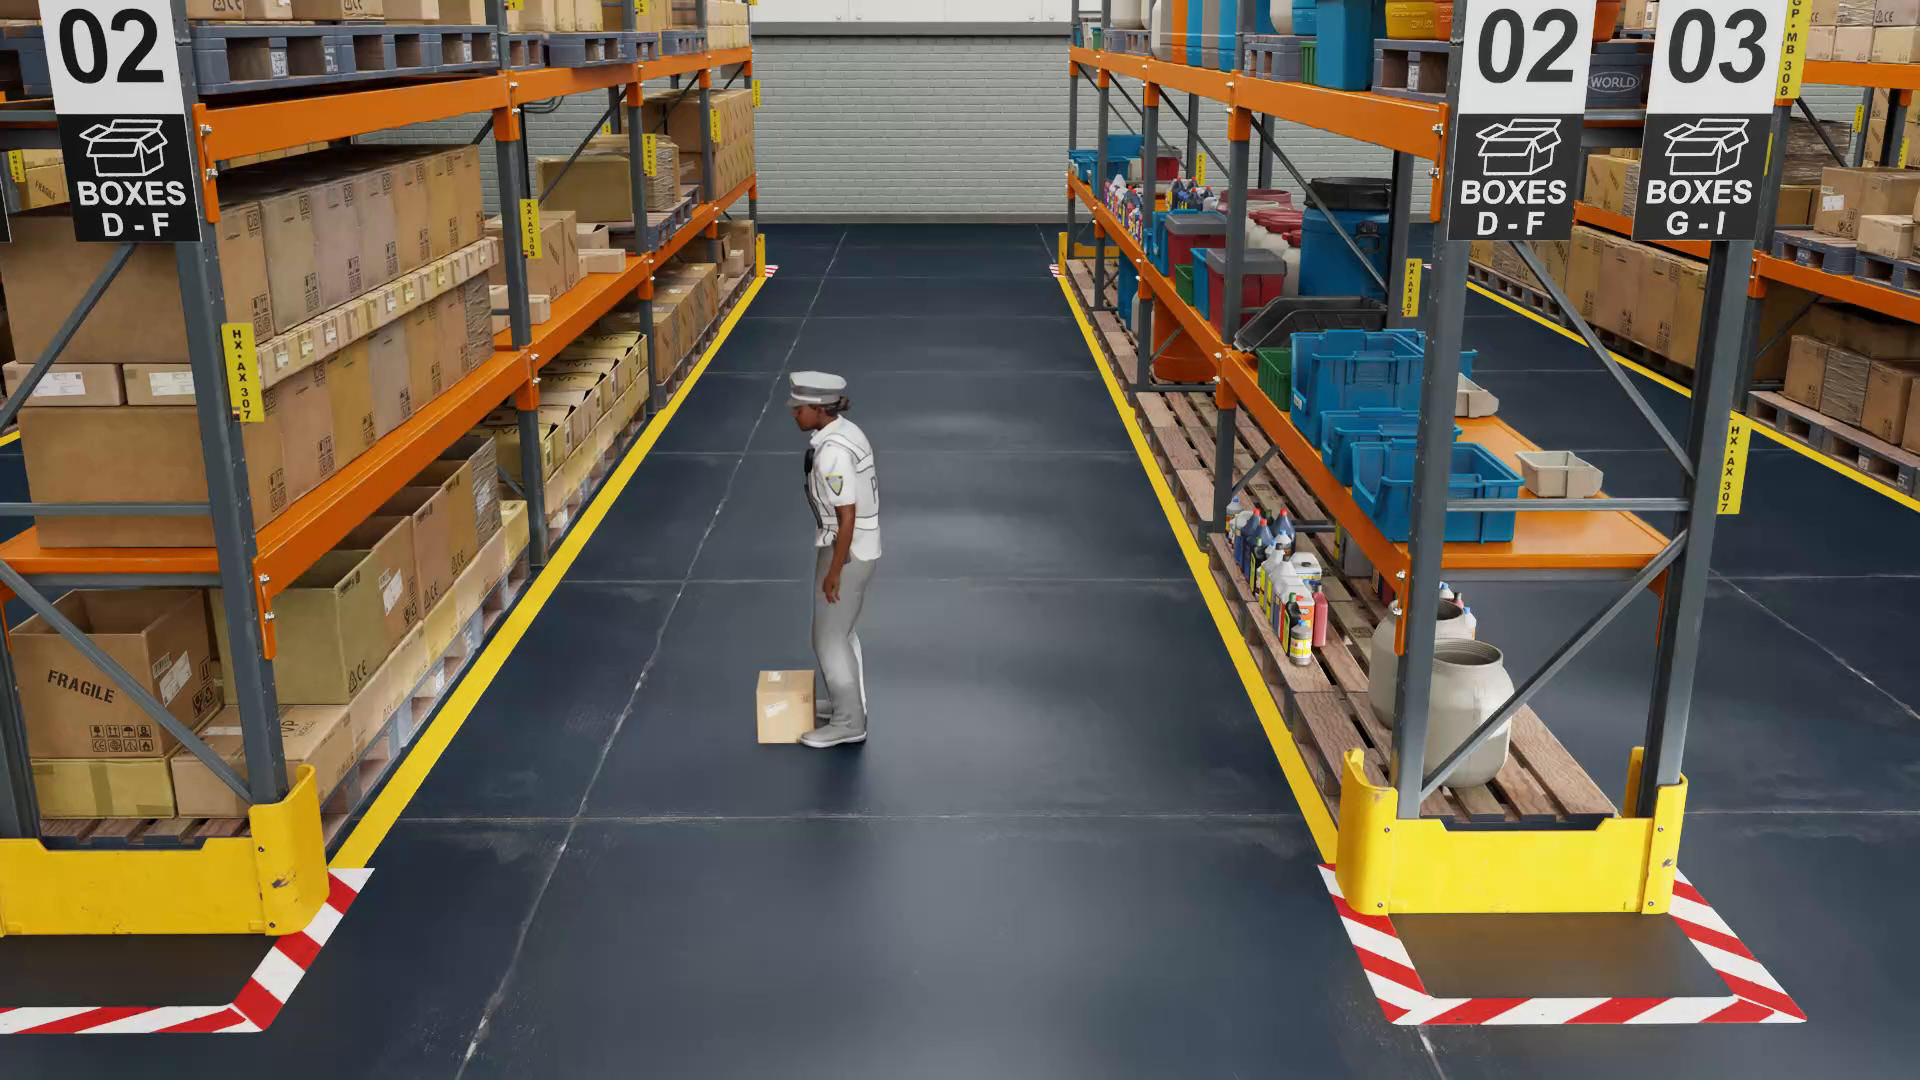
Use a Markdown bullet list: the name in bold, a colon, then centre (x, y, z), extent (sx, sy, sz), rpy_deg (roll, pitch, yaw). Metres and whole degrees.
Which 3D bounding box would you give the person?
- **person**: centre (-0.544, 0.076, 7.312), extent (0.396, 1.653, 0.513), rpy_deg (-1, 17, -3)
